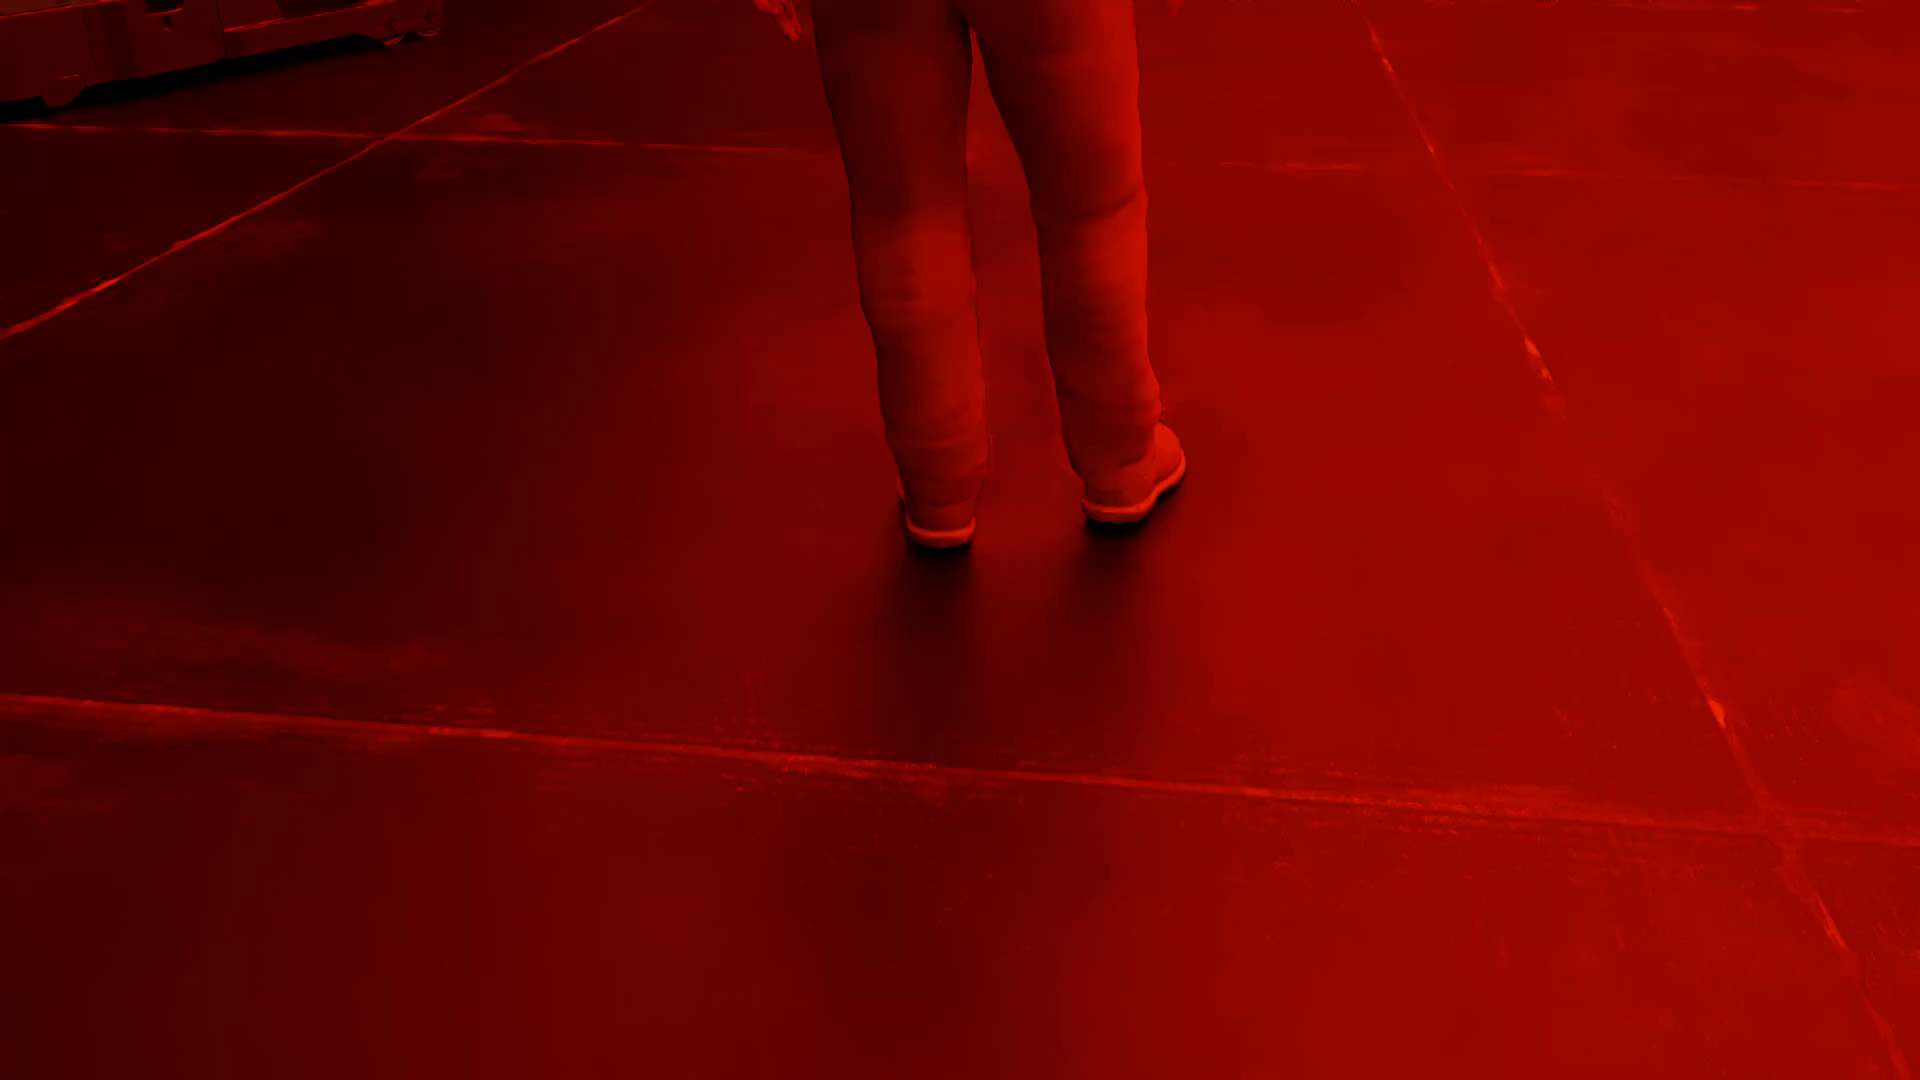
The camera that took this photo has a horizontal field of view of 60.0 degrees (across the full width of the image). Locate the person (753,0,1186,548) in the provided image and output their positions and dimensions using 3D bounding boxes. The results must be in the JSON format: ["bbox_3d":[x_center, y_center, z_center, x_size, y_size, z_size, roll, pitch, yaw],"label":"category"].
[{"bbox_3d":[0.024,-0.820,2.190,0.640,1.727,0.548,3,27,7],"label":"person"}]

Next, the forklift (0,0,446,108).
[{"bbox_3d":[-2.626,-3.230,5.692,1.130,2.935,3.031,13,29,24],"label":"forklift"}]
